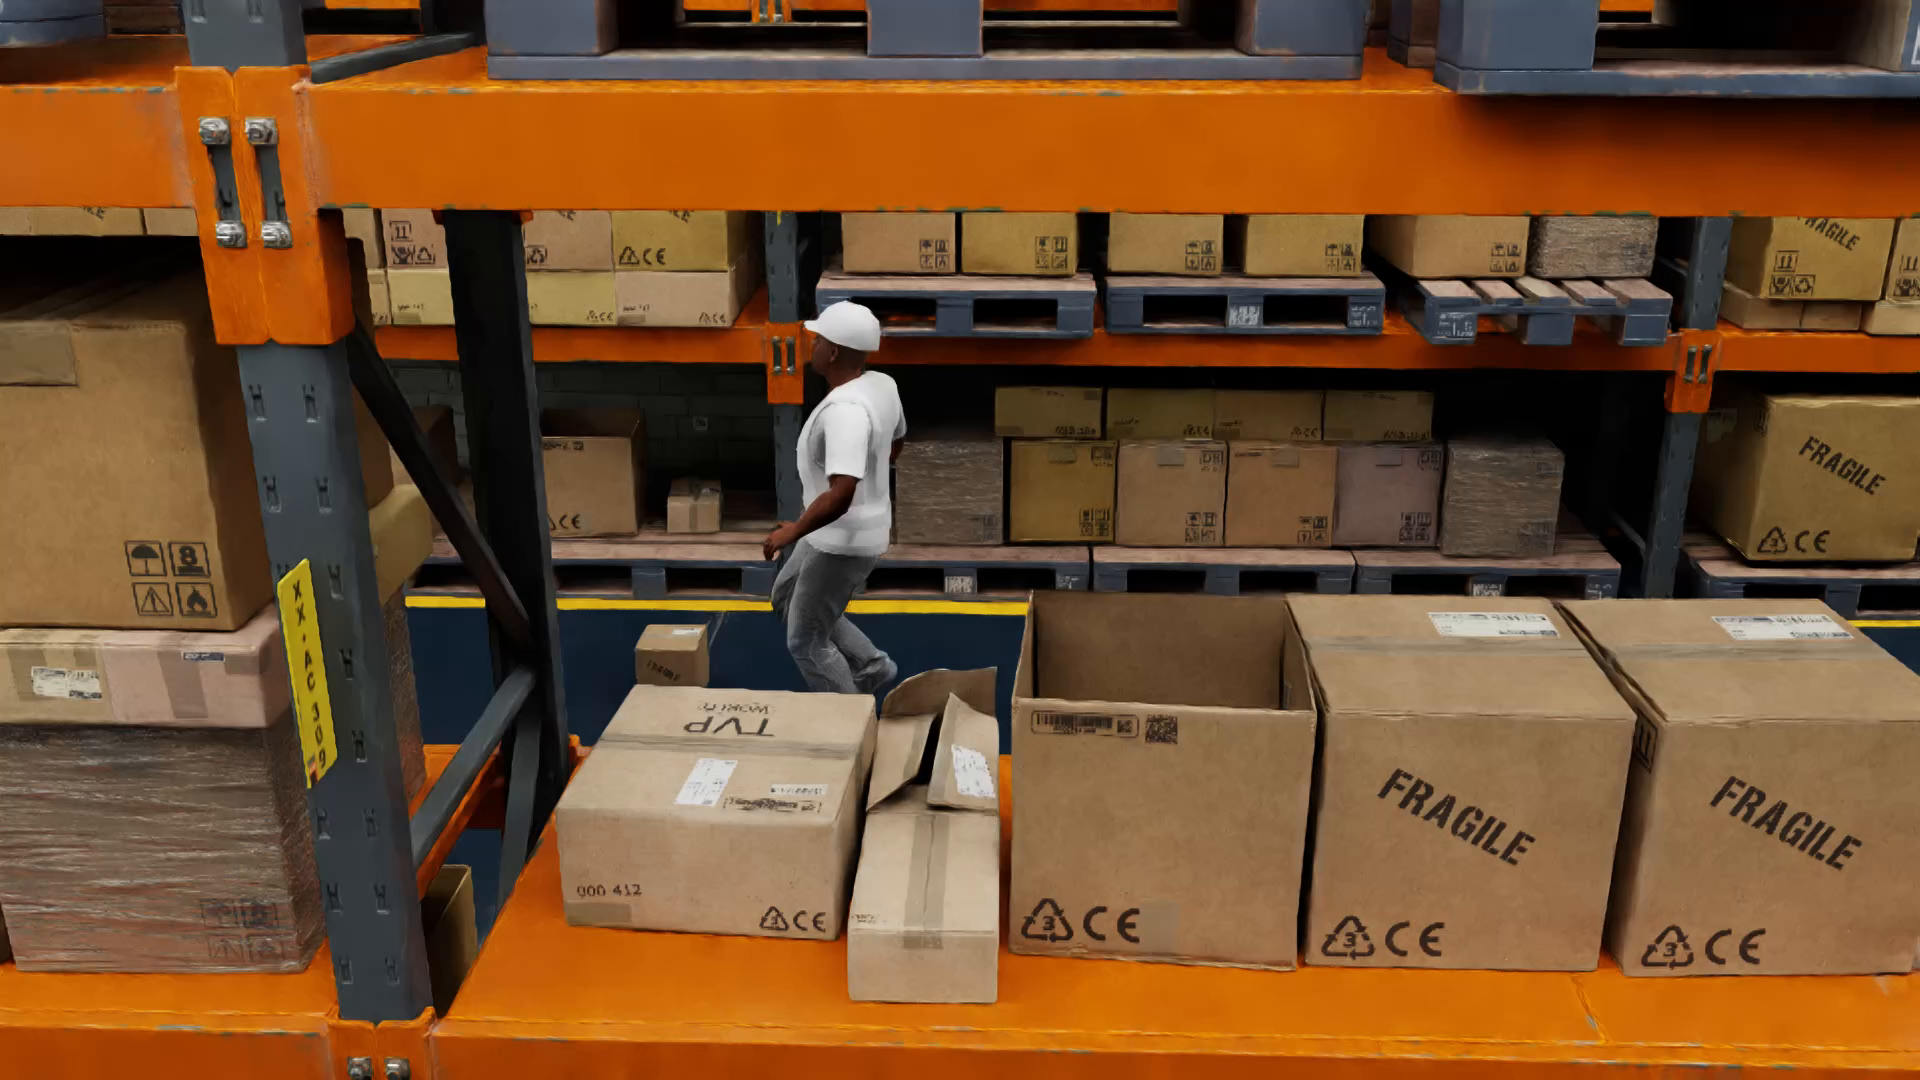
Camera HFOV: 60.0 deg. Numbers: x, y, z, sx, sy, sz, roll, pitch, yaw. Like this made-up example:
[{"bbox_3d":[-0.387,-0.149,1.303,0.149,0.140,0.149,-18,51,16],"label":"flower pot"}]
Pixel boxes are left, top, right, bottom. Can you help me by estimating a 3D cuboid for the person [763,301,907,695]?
[{"bbox_3d":[-0.472,-0.015,6.132,0.516,1.737,0.766,1,21,3],"label":"person"}]
